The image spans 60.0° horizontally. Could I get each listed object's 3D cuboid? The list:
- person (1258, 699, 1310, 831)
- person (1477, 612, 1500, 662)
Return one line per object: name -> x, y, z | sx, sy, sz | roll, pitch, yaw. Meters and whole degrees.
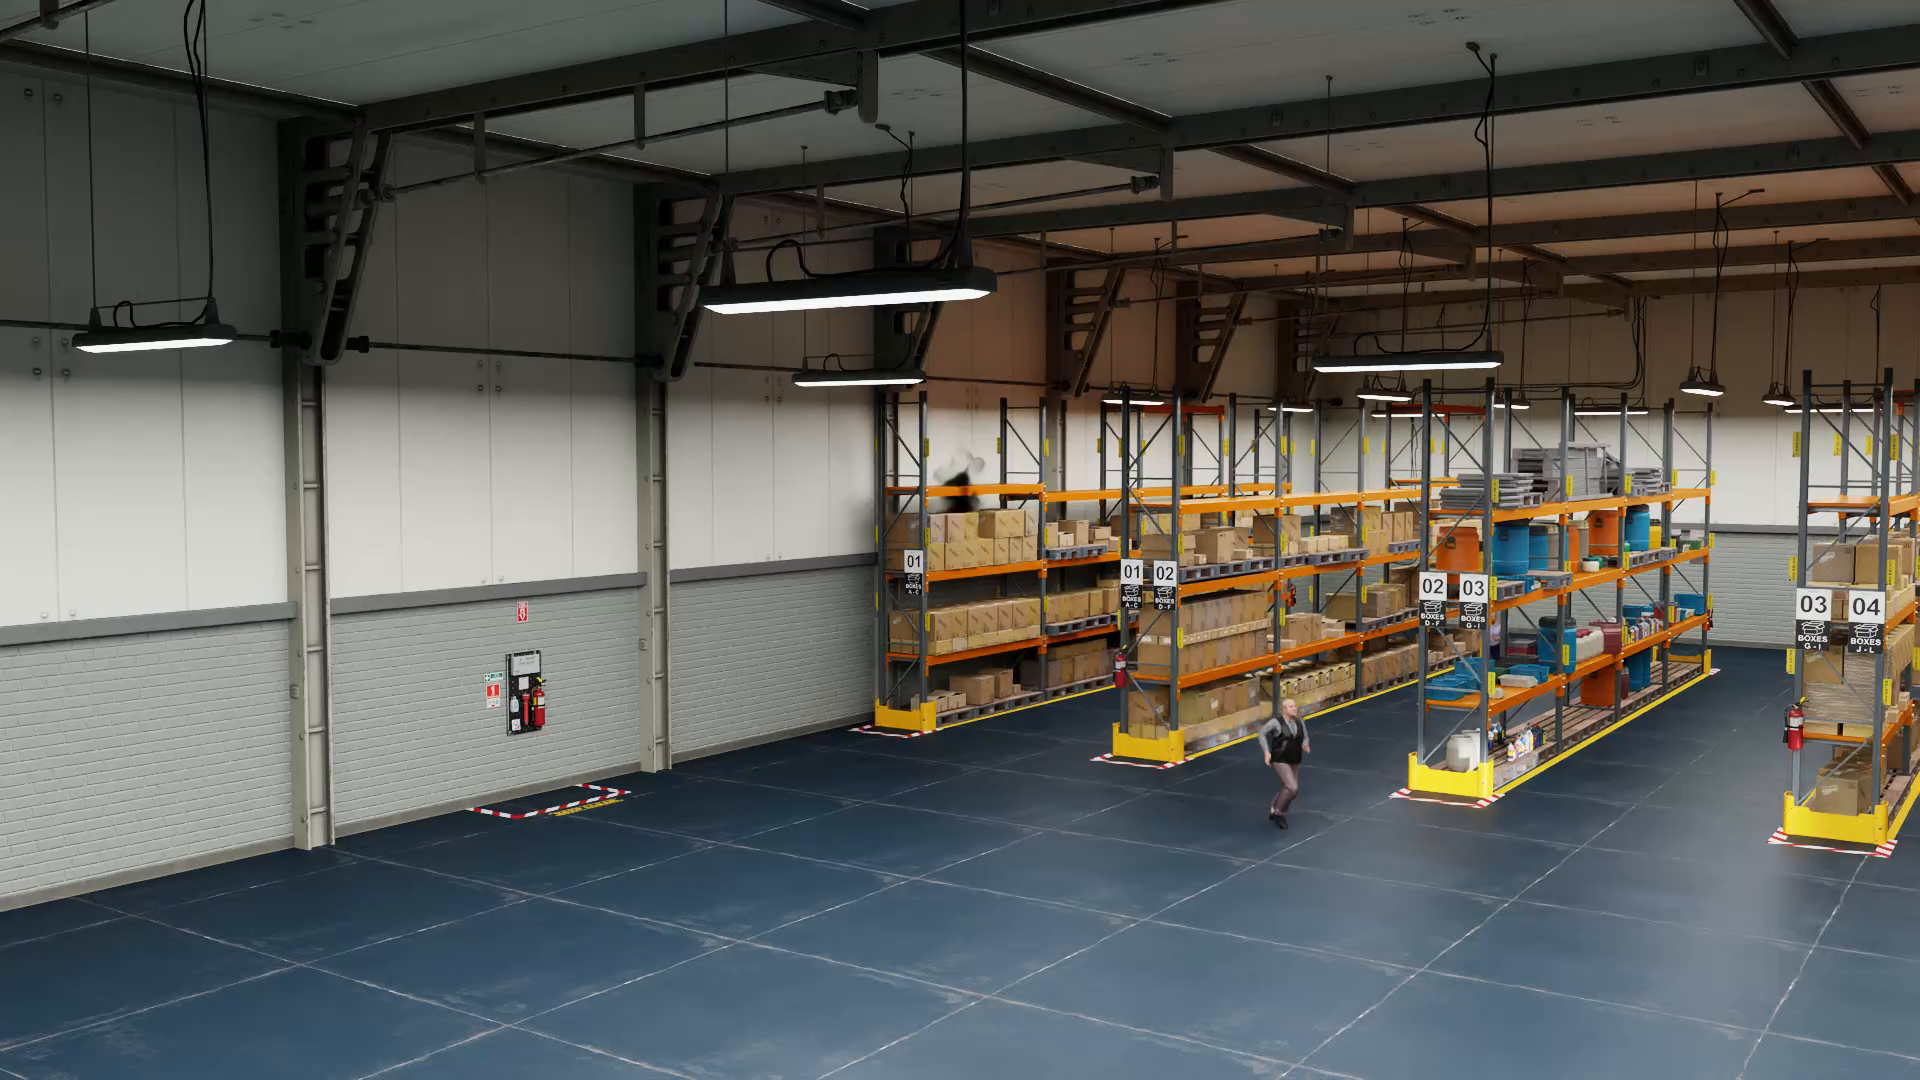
person -> 4.292, 2.938, 21.800 | 0.624, 1.722, 0.775 | -2, 4, -29
person -> 10.837, 2.278, 33.926 | 0.608, 1.625, 0.898 | 1, 3, 25
